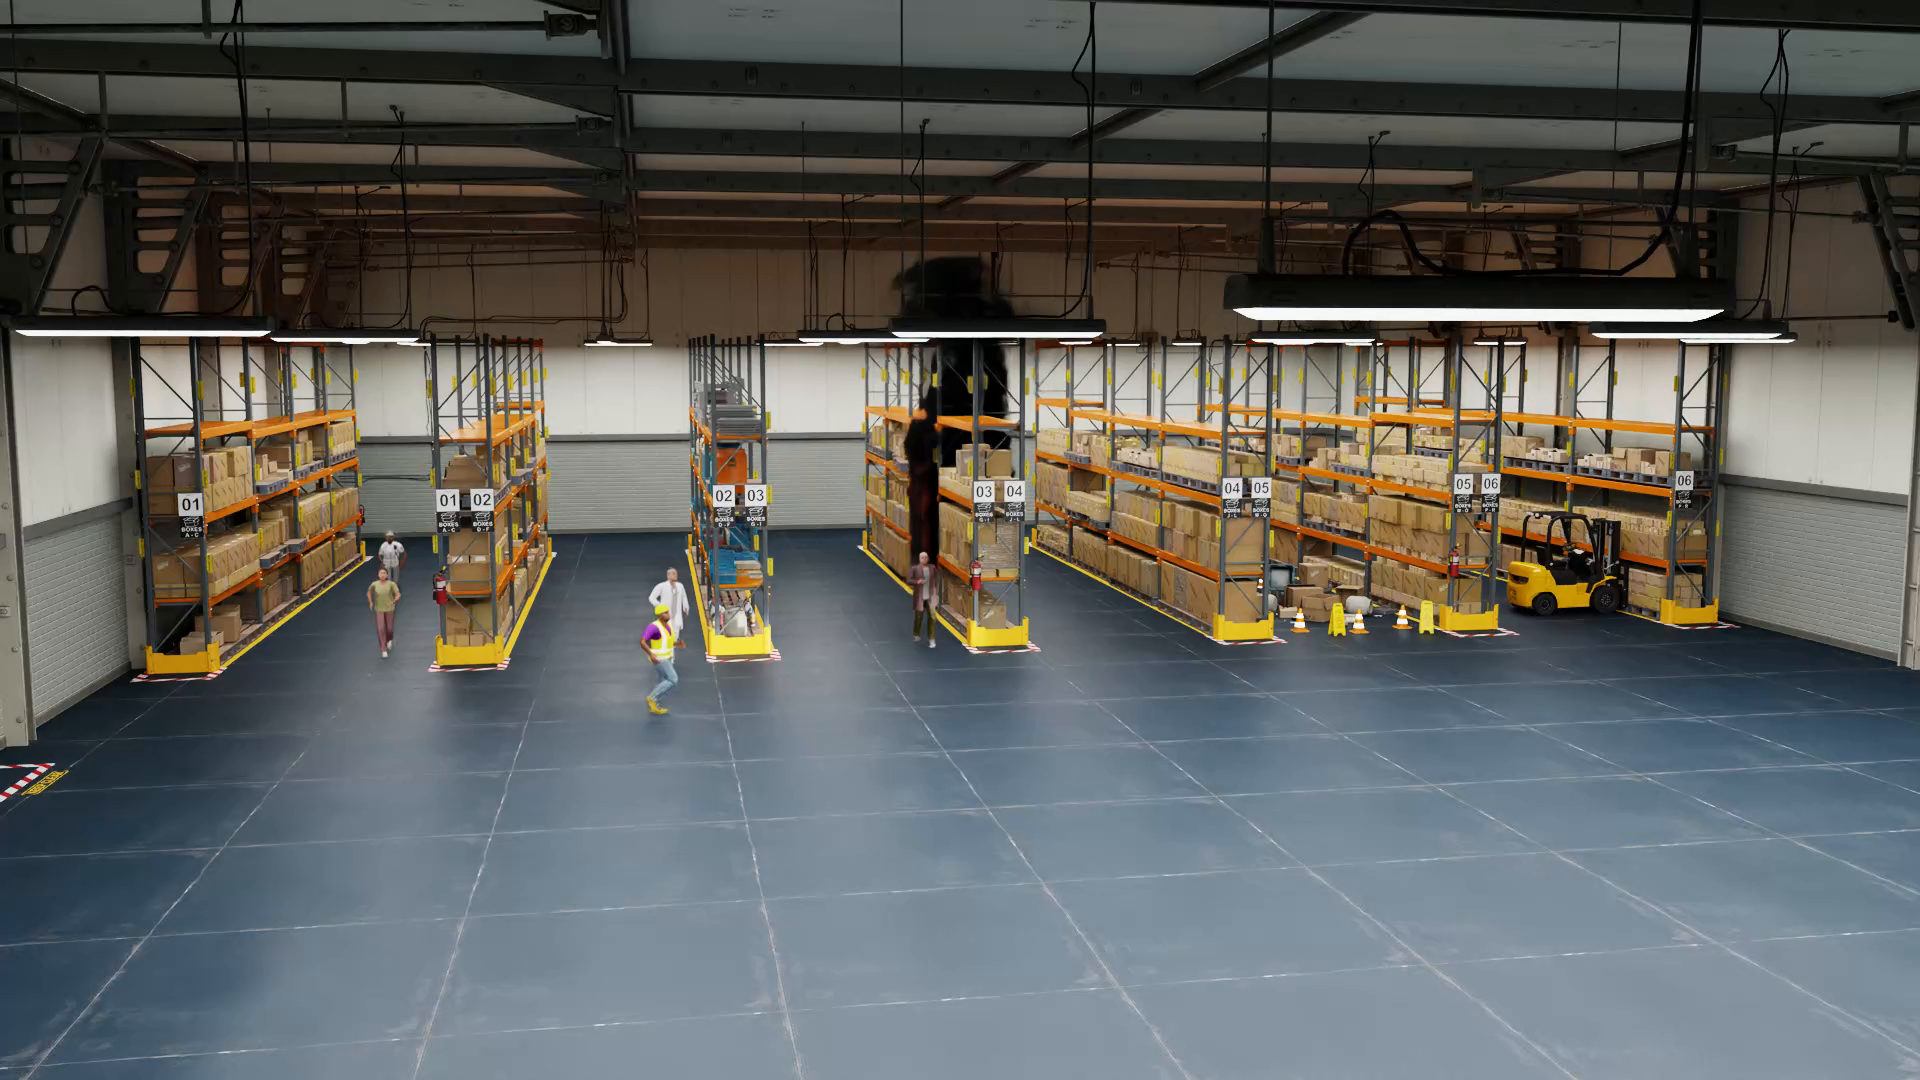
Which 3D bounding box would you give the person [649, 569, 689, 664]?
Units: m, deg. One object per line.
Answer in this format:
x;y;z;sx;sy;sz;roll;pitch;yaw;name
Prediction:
-5.277;1.385;30.473;0.778;1.686;0.704;-4;8;-31;person

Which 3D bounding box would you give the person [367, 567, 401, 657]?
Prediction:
-10.796;1.324;31.175;0.604;1.647;0.907;-2;7;-17;person

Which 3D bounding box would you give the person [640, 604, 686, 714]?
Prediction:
-4.626;1.865;26.156;0.599;1.728;0.677;1;7;12;person

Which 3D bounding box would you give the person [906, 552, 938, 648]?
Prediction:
-0.716;1.156;32.206;0.702;1.859;0.760;-2;7;-14;person

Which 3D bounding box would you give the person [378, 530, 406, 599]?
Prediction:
-12.855;0.599;37.643;0.608;1.659;0.567;-2;7;-15;person
